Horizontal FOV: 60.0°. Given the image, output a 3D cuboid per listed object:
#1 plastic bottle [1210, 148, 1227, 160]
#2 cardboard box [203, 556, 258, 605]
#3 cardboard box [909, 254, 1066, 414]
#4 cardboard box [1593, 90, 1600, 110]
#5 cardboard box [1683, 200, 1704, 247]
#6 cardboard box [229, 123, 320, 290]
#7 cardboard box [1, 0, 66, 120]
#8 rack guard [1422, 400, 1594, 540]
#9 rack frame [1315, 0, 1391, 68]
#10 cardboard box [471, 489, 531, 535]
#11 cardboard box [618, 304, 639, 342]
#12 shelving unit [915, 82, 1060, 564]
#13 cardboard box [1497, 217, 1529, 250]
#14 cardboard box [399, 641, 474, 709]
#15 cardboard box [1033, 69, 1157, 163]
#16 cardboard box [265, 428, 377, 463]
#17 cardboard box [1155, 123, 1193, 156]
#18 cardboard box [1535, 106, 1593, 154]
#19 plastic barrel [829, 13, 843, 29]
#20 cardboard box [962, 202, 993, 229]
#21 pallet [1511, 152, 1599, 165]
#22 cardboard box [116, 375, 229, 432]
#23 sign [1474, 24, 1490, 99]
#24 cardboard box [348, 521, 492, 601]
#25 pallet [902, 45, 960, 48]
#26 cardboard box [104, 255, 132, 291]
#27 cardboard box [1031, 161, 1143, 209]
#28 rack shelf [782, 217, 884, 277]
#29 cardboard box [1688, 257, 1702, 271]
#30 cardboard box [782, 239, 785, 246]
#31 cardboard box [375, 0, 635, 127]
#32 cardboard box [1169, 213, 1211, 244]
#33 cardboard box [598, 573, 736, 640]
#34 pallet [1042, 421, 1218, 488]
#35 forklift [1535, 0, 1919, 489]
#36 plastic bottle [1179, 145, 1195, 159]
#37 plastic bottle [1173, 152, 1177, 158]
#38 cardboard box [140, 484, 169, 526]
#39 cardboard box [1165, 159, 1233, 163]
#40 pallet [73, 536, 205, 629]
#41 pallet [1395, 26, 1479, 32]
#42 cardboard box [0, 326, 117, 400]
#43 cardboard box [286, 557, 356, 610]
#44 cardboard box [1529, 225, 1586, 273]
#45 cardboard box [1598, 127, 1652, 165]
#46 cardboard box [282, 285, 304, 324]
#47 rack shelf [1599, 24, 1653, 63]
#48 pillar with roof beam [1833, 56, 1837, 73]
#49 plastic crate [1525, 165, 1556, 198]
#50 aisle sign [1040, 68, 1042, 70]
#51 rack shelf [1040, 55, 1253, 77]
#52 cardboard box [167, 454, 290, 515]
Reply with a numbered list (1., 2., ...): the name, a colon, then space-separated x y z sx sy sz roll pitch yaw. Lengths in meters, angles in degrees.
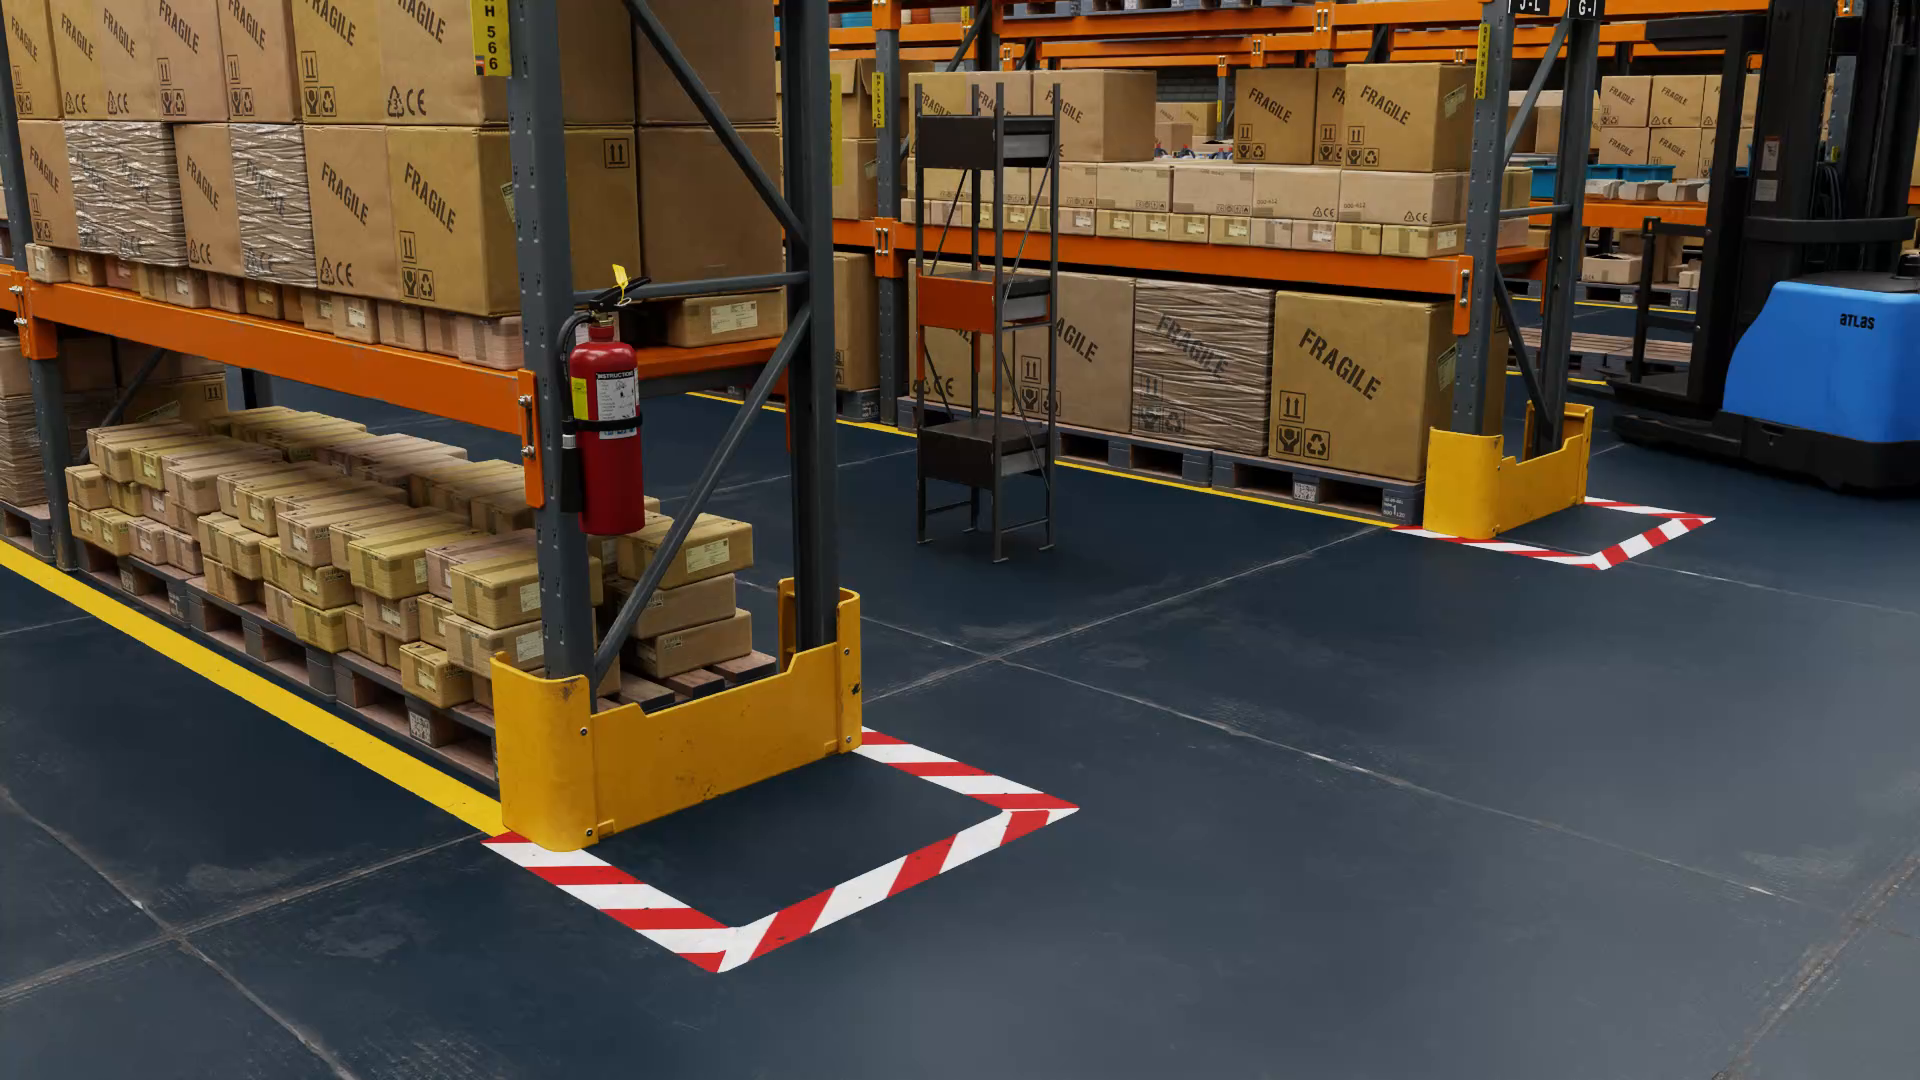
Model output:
1. plastic bottle: 2.286 -3.293 14.720 0.185 0.351 0.144 14 20 42
2. cardboard box: -2.644 0.116 6.357 0.250 0.149 0.380 13 19 41
3. cardboard box: 0.290 -1.329 10.466 0.875 0.875 0.875 14 20 42
4. cardboard box: 8.575 -5.851 22.124 0.500 0.250 0.500 13 20 41
5. cardboard box: 9.626 -4.235 21.666 0.750 0.750 0.750 14 20 43
6. cardboard box: -2.007 -1.104 5.432 0.500 0.500 0.500 14 20 42
7. cardboard box: -3.490 -1.955 6.714 0.500 0.500 0.500 -14 20 -43
8. rack guard: 2.767 -0.370 8.362 0.348 0.500 1.175 14 20 42
9. rack frame: 3.308 -3.183 14.200 0.127 3.000 1.000 14 20 42
10. cardboard box: -1.518 -0.089 5.965 0.250 0.149 0.380 12 19 40
11. cardboard box: -0.983 -0.733 5.296 0.380 0.149 0.250 -14 20 -42
12. shelving unit: 0.119 -0.987 7.556 0.503 2.100 0.431 14 20 42
13. cardboard box: 2.723 -1.585 8.563 0.250 0.149 0.380 14 20 43
14. cardboard box: -1.545 0.394 5.293 0.380 0.149 0.250 -14 20 -42
15. cardboard box: 0.764 -2.410 9.455 0.500 0.500 0.500 13 19 40
16. cardboard box: -2.680 -0.359 7.002 0.380 0.149 0.250 -14 20 -42
17. cardboard box: 2.650 -5.121 21.438 0.500 0.500 0.500 12 19 39
18. cardboard box: 6.563 -4.457 18.057 0.500 0.500 0.700 7 16 24
19. plastic barrel: -1.463 -6.113 18.502 0.600 0.901 0.600 0 15 0
20. cardboard box: 0.231 -1.959 9.998 0.380 0.149 0.250 -14 20 -42
21. pallet: 6.249 -4.148 18.285 1.213 0.211 1.003 14 20 42
22. cardboard box: -3.993 -0.573 8.306 0.500 0.500 0.500 -14 20 -42
23. sign: 2.363 -2.163 7.519 0.005 0.325 0.100 14 20 42
24. cardboard box: -1.738 0.064 5.381 0.250 0.149 0.380 13 20 41
25. pallet: -0.516 -7.249 24.029 1.213 0.211 1.003 14 20 42
26. cardboard box: -3.203 -1.102 6.712 0.250 0.149 0.380 13 19 40
27. cardboard box: 0.758 -2.048 9.552 0.500 0.250 0.500 -14 20 -43
28. rack shelf: -1.570 -2.286 12.184 4.000 0.370 1.077 14 20 42
29. cardboard box: 7.896 -2.814 17.243 0.500 0.311 0.500 14 20 42
30. cardboard box: -1.248 -1.724 11.980 0.875 0.875 1.225 13 19 40
31. cardboard box: -1.268 -1.413 4.634 0.500 0.500 0.500 13 20 41
32. cardboard box: 1.341 -1.689 8.963 0.250 0.149 0.380 14 20 42
33. cardboard box: -0.965 0.192 5.476 0.380 0.149 0.250 -14 20 -42
34. pallet: 1.246 -0.574 9.717 1.213 0.211 1.003 14 20 42
35. forklift: 4.703 -2.016 9.856 1.130 2.935 3.031 -5 16 -20
36. plastic bottle: 2.153 -3.575 15.801 0.185 0.351 0.144 14 20 42
37. plastic bottle: 2.025 -3.567 15.903 0.133 0.283 0.061 14 20 42
38. cardboard box: -3.162 -0.184 6.919 0.250 0.149 0.380 14 20 42
39. cardboard box: 1.474 -2.057 9.586 0.500 0.250 0.500 13 20 41
40. pallet: -3.137 0.059 7.288 1.213 0.211 1.003 14 20 42
41. pallet: 5.579 -5.750 18.475 1.003 0.211 1.213 14 20 42
42. cardboard box: -4.357 -0.843 7.854 0.500 0.250 0.500 13 19 41
43. cardboard box: -2.101 0.111 5.787 0.250 0.149 0.380 14 20 43
44. cardboard box: 6.570 -3.214 18.403 0.500 0.500 0.500 13 19 40
45. cardboard box: 6.927 -3.991 17.104 0.500 0.500 0.500 -14 20 -43
46. cardboard box: -2.063 -0.827 5.656 0.250 0.149 0.380 13 19 40
47. rack shelf: 8.189 -4.835 16.017 4.000 0.370 1.077 14 20 42
48. pillar with roof beam: 8.301 -7.138 17.479 0.400 9.000 9.100 14 20 42
49. plastic crate: 4.531 -2.744 12.728 0.300 0.233 0.416 14 20 42
50. aisle sign: 1.286 -8.298 28.673 0.004 0.787 0.394 14 20 42
51. rack shelf: 2.986 -7.835 27.531 4.000 0.370 1.077 14 20 42
52. cardboard box: -2.838 -0.220 6.469 0.380 0.149 0.250 -14 20 -43
